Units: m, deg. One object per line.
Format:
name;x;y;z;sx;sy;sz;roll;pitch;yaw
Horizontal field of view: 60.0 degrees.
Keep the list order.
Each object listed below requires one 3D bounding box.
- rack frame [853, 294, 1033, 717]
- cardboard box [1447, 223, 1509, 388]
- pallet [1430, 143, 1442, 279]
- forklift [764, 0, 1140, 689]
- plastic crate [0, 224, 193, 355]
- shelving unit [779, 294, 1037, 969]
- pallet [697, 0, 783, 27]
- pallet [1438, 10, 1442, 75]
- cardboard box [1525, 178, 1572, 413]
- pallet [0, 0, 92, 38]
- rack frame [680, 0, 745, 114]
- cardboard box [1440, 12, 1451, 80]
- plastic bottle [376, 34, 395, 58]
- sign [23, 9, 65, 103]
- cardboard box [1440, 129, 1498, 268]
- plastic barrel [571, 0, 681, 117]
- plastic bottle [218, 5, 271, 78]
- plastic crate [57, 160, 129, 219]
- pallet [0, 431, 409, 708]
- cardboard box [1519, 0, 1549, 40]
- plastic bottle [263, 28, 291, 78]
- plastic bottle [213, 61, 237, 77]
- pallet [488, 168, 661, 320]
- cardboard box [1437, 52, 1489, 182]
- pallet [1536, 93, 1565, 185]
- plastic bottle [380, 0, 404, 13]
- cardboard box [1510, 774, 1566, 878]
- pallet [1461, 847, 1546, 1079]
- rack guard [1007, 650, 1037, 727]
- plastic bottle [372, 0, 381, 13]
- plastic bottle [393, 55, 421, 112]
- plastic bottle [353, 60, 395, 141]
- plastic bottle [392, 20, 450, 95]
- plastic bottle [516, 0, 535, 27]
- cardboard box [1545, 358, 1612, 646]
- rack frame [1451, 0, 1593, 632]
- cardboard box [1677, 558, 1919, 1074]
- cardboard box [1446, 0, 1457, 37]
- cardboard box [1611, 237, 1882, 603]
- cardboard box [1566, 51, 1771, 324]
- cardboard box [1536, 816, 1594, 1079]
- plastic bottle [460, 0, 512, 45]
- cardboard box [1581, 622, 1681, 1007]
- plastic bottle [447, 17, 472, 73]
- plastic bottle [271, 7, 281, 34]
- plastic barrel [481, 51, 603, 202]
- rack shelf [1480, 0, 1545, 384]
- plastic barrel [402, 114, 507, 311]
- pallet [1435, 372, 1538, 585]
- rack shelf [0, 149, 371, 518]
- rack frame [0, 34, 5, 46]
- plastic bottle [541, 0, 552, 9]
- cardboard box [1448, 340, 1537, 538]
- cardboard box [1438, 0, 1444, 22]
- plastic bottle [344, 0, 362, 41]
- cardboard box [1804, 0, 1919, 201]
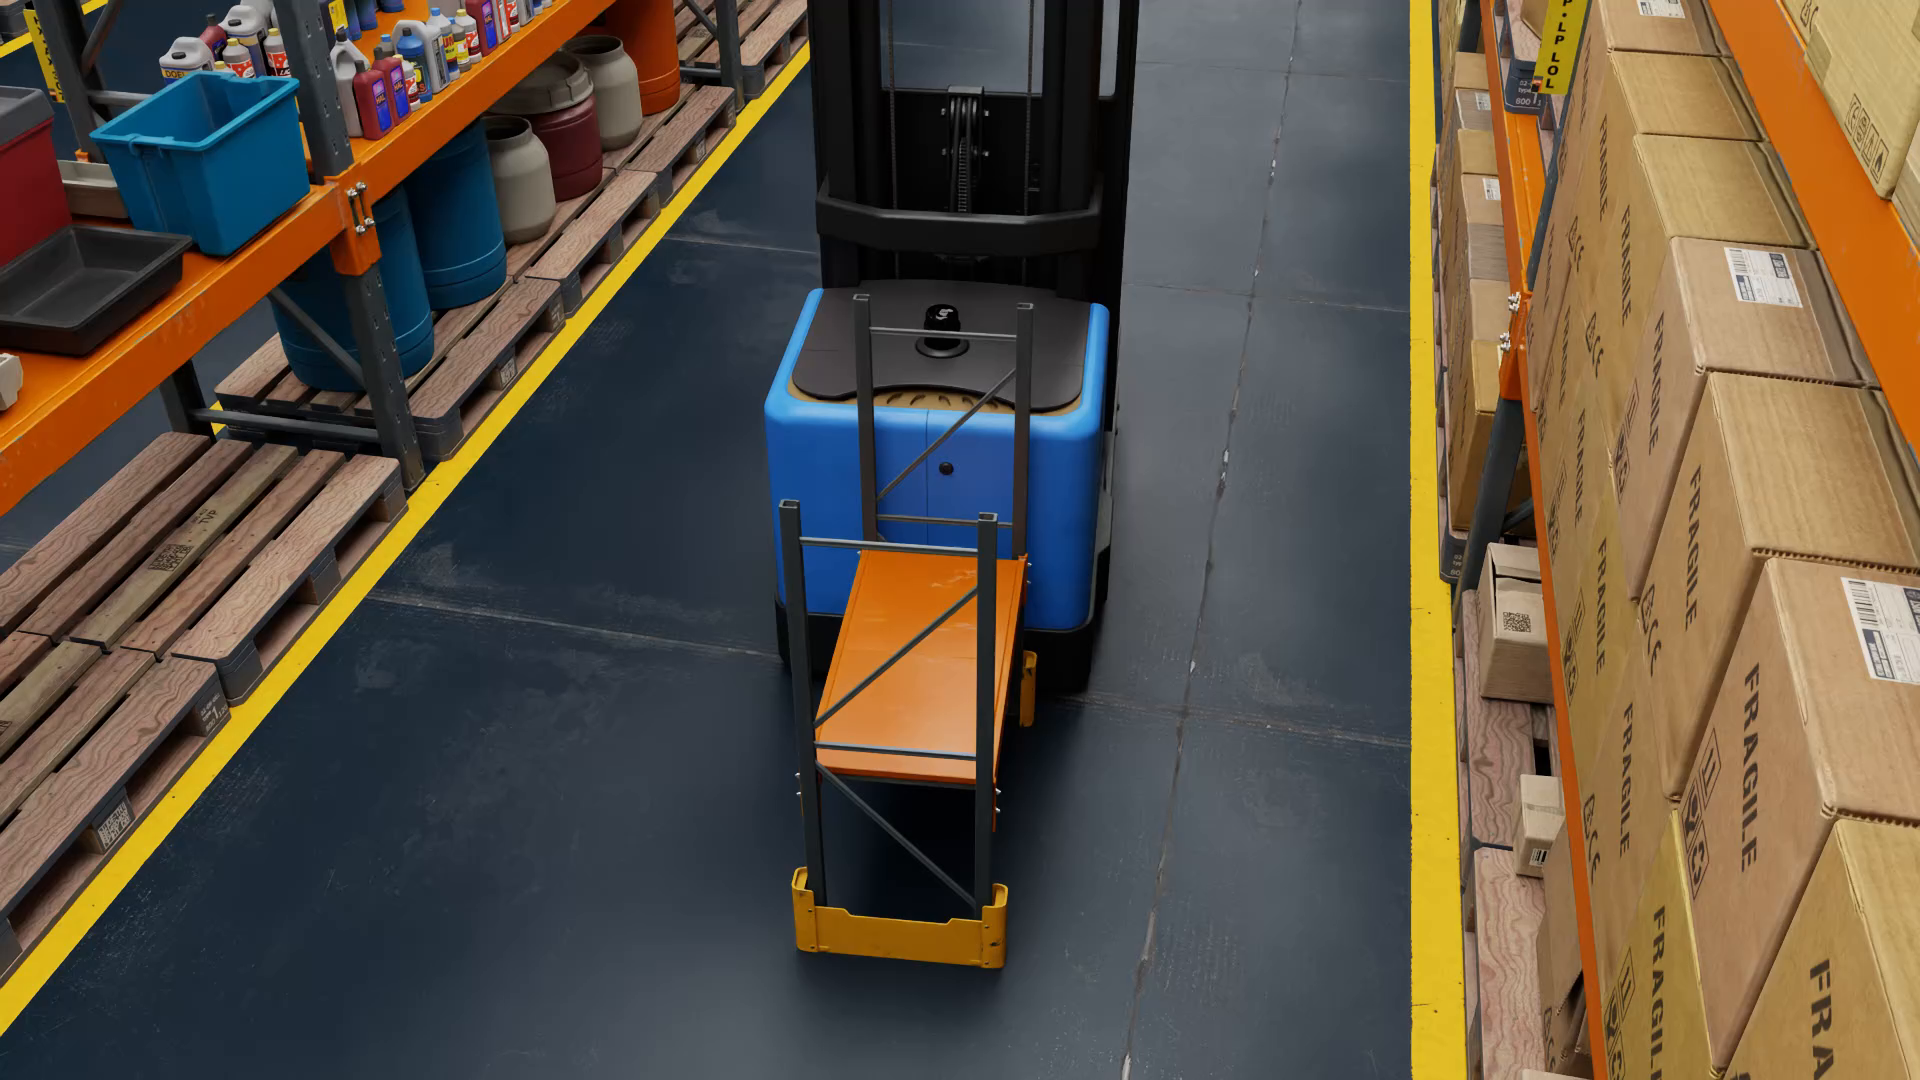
rack frame;-0.047;-0.053;5.046;0.500;1.500;0.032;4;36;5
cardboard box;2.268;-0.924;6.724;0.500;0.500;0.500;8;37;11
pallet;2.879;-1.610;8.292;1.003;0.211;1.213;7;37;10
forklift;0.071;-1.550;5.892;1.130;2.935;3.031;4;36;5
plastic crate;-2.594;-0.730;4.884;0.437;0.125;0.590;7;37;10
shelving unit;-0.107;0.248;4.630;0.587;1.500;1.083;4;36;5
pallet;-1.296;-3.793;11.303;1.003;0.211;1.213;7;37;10
pallet;3.552;-3.198;10.482;1.003;0.211;1.213;7;37;10
cardboard box;1.846;-0.652;4.508;0.500;0.500;0.500;8;37;11
pallet;-6.433;-3.725;11.210;1.003;0.211;1.213;7;37;10
rack frame;-1.763;-3.785;8.917;1.000;3.000;0.127;7;37;10
cardboard box;3.056;-2.847;9.608;0.500;0.250;0.500;7;37;9
plastic bottle;-2.194;-1.844;6.408;0.097;0.201;0.097;0;36;0
sign;-3.154;-1.674;5.768;0.100;0.325;0.005;7;37;10
cardboard box;2.481;-1.515;7.540;0.500;0.500;0.500;7;36;9
plastic barrel;-1.850;-2.794;9.041;0.600;0.830;0.708;7;37;10
plastic bottle;-2.771;-1.918;6.446;0.152;0.276;0.135;7;37;10
plastic crate;-2.856;-1.161;5.469;0.396;0.136;0.243;7;37;10
pallet;-2.736;0.063;5.983;1.003;0.211;1.213;7;37;10
cardboard box;2.538;-2.100;6.149;0.700;0.500;0.500;-1;36;-2
plastic bottle;-2.645;-1.883;6.461;0.097;0.201;0.097;0;36;0
plastic bottle;-2.723;-1.673;6.172;0.097;0.201;0.097;0;36;0
pallet;-2.153;-1.502;8.142;1.003;0.211;1.213;7;37;10
cardboard box;2.699;-2.103;8.351;0.500;0.500;0.500;9;37;12
pallet;2.499;-1.236;5.563;1.003;0.211;1.213;7;37;10
plastic bottle;-2.459;-2.410;7.129;0.097;0.271;0.097;0;36;0
cardboard box;1.745;0.811;4.615;0.380;0.166;0.250;7;37;10
pallet;1.815;1.355;4.201;1.003;0.211;1.213;7;37;10
rack guard;-0.049;0.464;5.397;0.587;0.250;0.087;4;36;5
plastic bottle;-2.585;-2.417;7.135;0.152;0.276;0.135;7;37;10
plastic bottle;-2.087;-1.713;6.227;0.097;0.201;0.097;0;36;0
plastic bottle;-2.122;-1.602;6.003;0.061;0.283;0.133;7;37;10
plastic bottle;-2.068;-1.869;6.379;0.152;0.276;0.135;7;37;10
plastic bottle;-1.899;-2.323;7.005;0.152;0.276;0.135;7;37;10
cardboard box;1.631;-0.071;3.707;0.500;0.500;0.500;7;37;10
rack frame;2.221;-0.869;4.893;1.000;3.000;0.127;7;37;10
cardboard box;1.300;0.399;2.206;0.500;0.500;0.500;8;37;11
cardboard box;3.052;-3.076;9.446;0.500;0.311;0.500;7;36;9
cardboard box;1.516;-0.193;3.023;0.500;0.500;0.500;8;37;11
cardboard box;1.736;-0.784;3.838;0.500;0.500;0.500;6;36;9
cardboard box;1.825;1.041;4.010;0.797;0.503;0.637;7;37;10
plastic bottle;-1.948;-2.190;6.822;0.152;0.276;0.135;7;37;10
cardboard box;1.416;0.509;2.906;0.500;0.500;0.500;8;37;10
plastic bottle;-1.995;-1.958;6.565;0.097;0.201;0.097;0;36;0
plastic bottle;-2.599;-2.022;6.526;0.144;0.351;0.185;7;37;10
plastic barrel;-2.092;-2.049;8.218;0.600;0.588;0.708;7;37;10
rack shelf;2.649;-1.724;6.686;1.077;0.370;4.000;7;37;10
plastic barrel;-2.333;-1.528;7.233;0.600;0.901;0.708;7;37;10
pallet;2.358;-0.211;6.362;1.003;0.211;1.213;7;37;10
rack shelf;-3.044;-0.054;4.382;1.077;0.370;4.000;7;37;10
rack frame;-6.601;-4.406;9.773;1.000;3.000;0.127;7;37;10
plastic bottle;-1.826;-2.440;7.171;0.097;0.271;0.097;0;36;0
cardboard box;2.047;-0.354;5.938;0.500;0.500;0.500;7;37;10
cardboard box;3.274;-3.430;10.412;0.500;0.250;0.500;8;37;11
plastic bottle;-2.537;-2.200;6.839;0.097;0.271;0.097;0;36;0
cardboard box;1.431;-0.631;2.136;0.500;0.250;0.500;7;37;10
